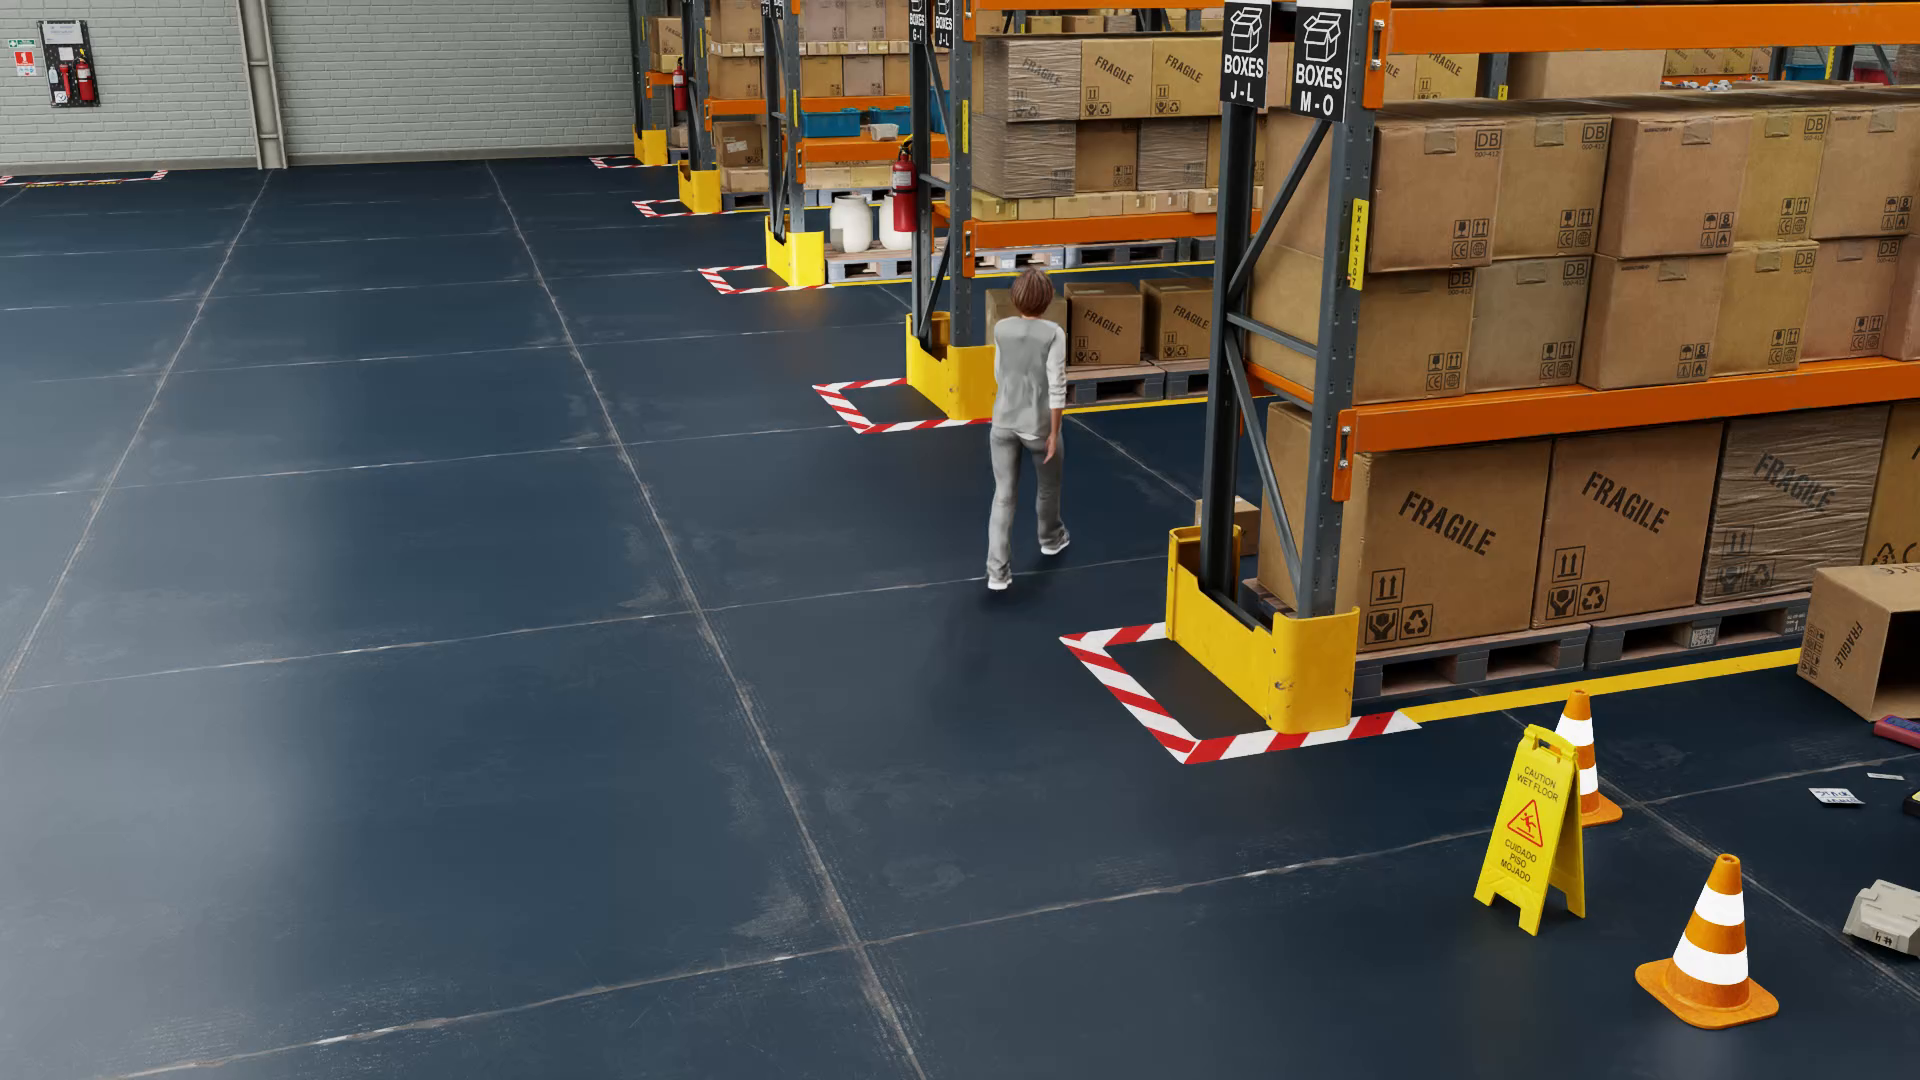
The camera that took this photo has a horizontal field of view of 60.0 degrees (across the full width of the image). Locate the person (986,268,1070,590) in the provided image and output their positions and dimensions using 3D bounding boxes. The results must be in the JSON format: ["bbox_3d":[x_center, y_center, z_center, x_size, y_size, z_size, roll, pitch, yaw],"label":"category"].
[{"bbox_3d":[0.359,-0.586,8.199,0.417,1.540,0.928,6,20,16],"label":"person"}]
